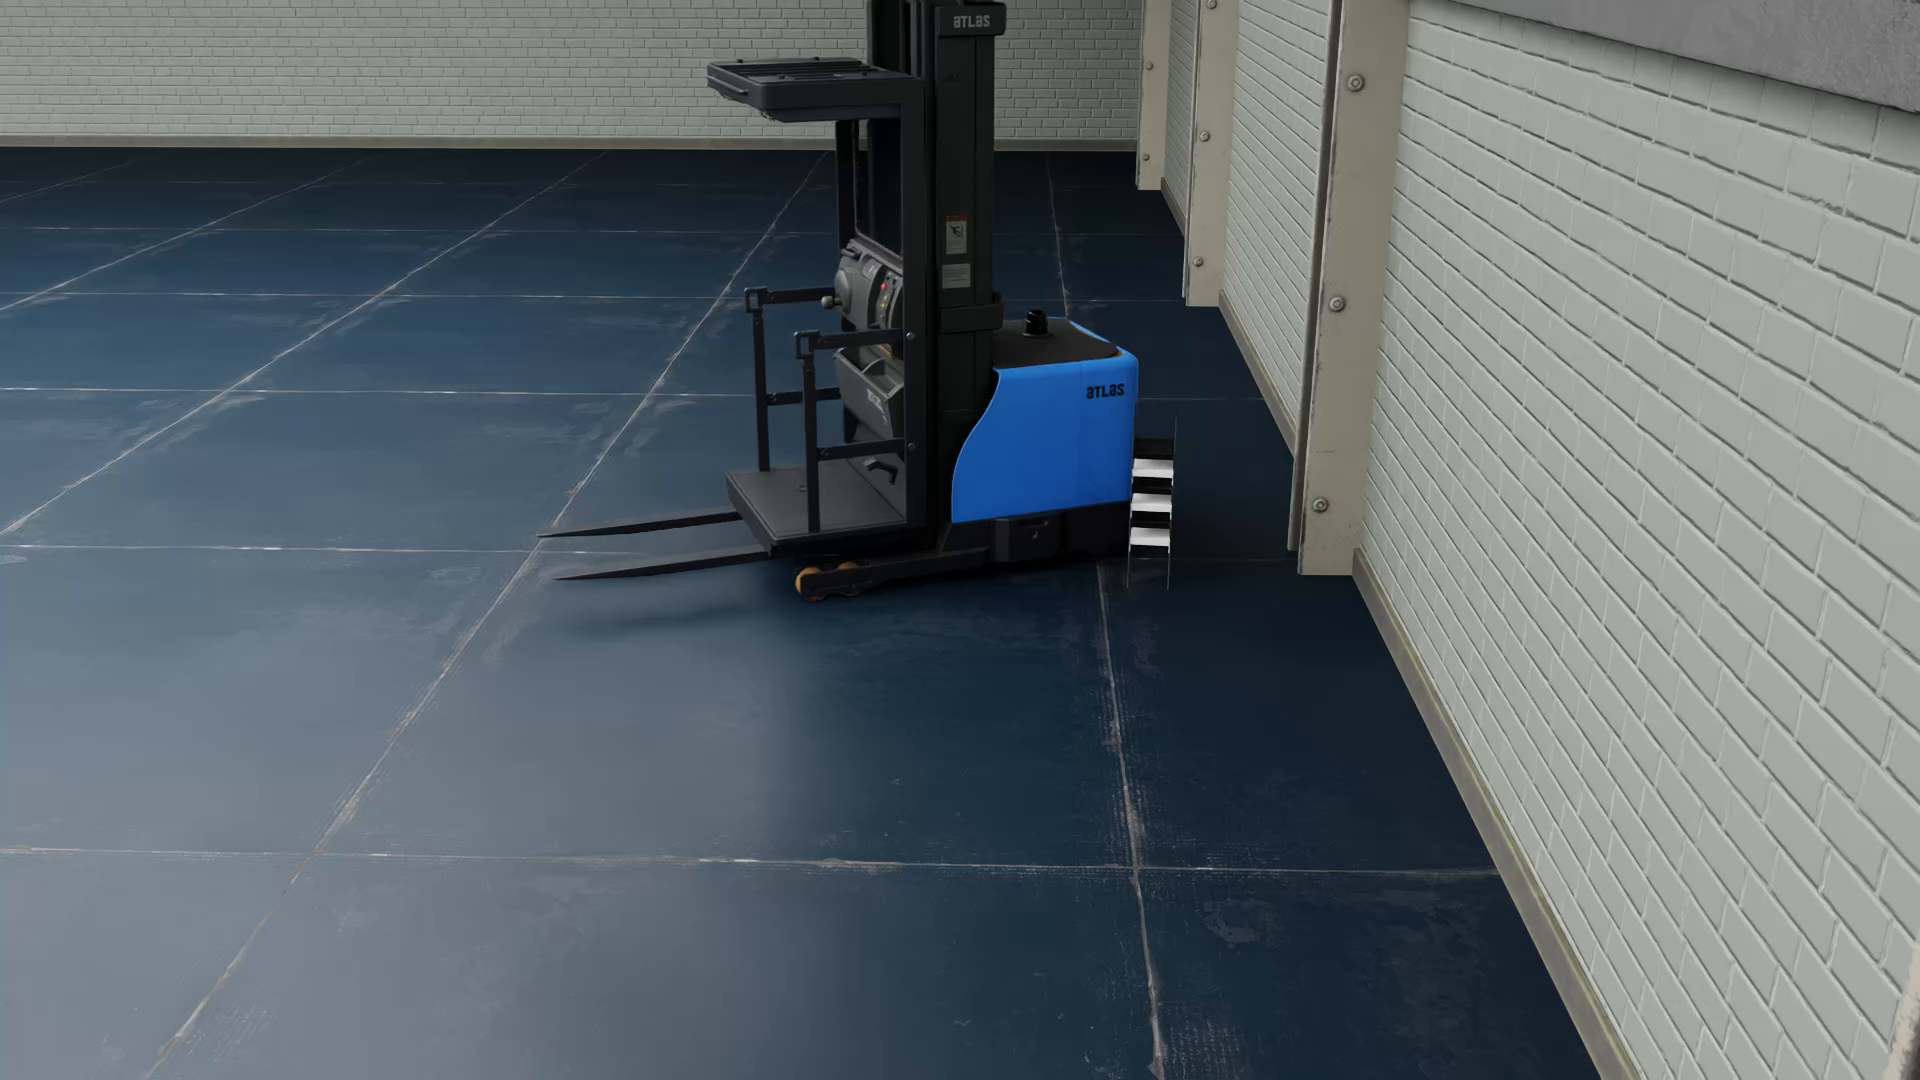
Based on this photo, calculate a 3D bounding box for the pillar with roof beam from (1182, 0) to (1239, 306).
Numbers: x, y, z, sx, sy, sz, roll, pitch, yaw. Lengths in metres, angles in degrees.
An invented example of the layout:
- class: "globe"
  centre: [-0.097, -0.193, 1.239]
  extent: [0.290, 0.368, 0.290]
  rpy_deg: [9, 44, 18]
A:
- class: "pillar with roof beam"
  centre: [-2.214, -6.304, 12.835]
  extent: [9.100, 9.000, 0.400]
  rpy_deg: [1, 21, 2]

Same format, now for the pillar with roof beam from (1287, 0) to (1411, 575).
- class: "pillar with roof beam"
  centre: [-2.397, -4.134, 7.244]
  extent: [9.100, 9.000, 0.400]
  rpy_deg: [1, 21, 2]

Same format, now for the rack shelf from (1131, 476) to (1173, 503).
- class: "rack shelf"
  centre: [0.964, -0.269, 8.322]
  extent: [0.200, 0.077, 0.258]
  rpy_deg: [3, 21, 7]

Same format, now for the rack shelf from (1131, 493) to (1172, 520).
- class: "rack shelf"
  centre: [0.964, -0.185, 8.355]
  extent: [0.200, 0.077, 0.258]
  rpy_deg: [3, 21, 7]

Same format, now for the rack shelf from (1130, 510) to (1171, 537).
- class: "rack shelf"
  centre: [0.964, -0.101, 8.387]
  extent: [0.200, 0.077, 0.258]
  rpy_deg: [3, 21, 7]

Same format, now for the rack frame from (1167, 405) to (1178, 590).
- class: "rack frame"
  centre: [1.064, -0.211, 8.330]
  extent: [0.006, 0.900, 0.240]
  rpy_deg: [3, 21, 7]

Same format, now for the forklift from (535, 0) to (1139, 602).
- class: "forklift"
  centre: [-0.642, -1.277, 8.268]
  extent: [3.031, 2.935, 1.130]
  rpy_deg: [-8, 22, -19]

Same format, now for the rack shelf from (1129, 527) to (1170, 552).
- class: "rack shelf"
  centre: [0.964, -0.017, 8.420]
  extent: [0.200, 0.077, 0.258]
  rpy_deg: [3, 21, 7]

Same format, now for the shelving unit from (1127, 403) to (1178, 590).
- class: "shelving unit"
  centre: [0.964, -0.216, 8.343]
  extent: [0.210, 0.900, 0.258]
  rpy_deg: [3, 21, 7]

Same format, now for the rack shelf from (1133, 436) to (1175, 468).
- class: "rack shelf"
  centre: [0.964, -0.437, 8.257]
  extent: [0.200, 0.077, 0.258]
  rpy_deg: [3, 21, 7]

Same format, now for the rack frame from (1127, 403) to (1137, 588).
- class: "rack frame"
  centre: [0.863, -0.221, 8.355]
  extent: [0.006, 0.900, 0.240]
  rpy_deg: [3, 21, 7]

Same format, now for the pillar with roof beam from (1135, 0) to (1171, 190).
- class: "pillar with roof beam"
  centre: [-2.032, -8.473, 18.426]
  extent: [9.100, 9.000, 0.400]
  rpy_deg: [1, 21, 2]

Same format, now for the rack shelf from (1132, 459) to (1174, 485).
- class: "rack shelf"
  centre: [0.964, -0.353, 8.289]
  extent: [0.200, 0.077, 0.258]
  rpy_deg: [3, 21, 7]
